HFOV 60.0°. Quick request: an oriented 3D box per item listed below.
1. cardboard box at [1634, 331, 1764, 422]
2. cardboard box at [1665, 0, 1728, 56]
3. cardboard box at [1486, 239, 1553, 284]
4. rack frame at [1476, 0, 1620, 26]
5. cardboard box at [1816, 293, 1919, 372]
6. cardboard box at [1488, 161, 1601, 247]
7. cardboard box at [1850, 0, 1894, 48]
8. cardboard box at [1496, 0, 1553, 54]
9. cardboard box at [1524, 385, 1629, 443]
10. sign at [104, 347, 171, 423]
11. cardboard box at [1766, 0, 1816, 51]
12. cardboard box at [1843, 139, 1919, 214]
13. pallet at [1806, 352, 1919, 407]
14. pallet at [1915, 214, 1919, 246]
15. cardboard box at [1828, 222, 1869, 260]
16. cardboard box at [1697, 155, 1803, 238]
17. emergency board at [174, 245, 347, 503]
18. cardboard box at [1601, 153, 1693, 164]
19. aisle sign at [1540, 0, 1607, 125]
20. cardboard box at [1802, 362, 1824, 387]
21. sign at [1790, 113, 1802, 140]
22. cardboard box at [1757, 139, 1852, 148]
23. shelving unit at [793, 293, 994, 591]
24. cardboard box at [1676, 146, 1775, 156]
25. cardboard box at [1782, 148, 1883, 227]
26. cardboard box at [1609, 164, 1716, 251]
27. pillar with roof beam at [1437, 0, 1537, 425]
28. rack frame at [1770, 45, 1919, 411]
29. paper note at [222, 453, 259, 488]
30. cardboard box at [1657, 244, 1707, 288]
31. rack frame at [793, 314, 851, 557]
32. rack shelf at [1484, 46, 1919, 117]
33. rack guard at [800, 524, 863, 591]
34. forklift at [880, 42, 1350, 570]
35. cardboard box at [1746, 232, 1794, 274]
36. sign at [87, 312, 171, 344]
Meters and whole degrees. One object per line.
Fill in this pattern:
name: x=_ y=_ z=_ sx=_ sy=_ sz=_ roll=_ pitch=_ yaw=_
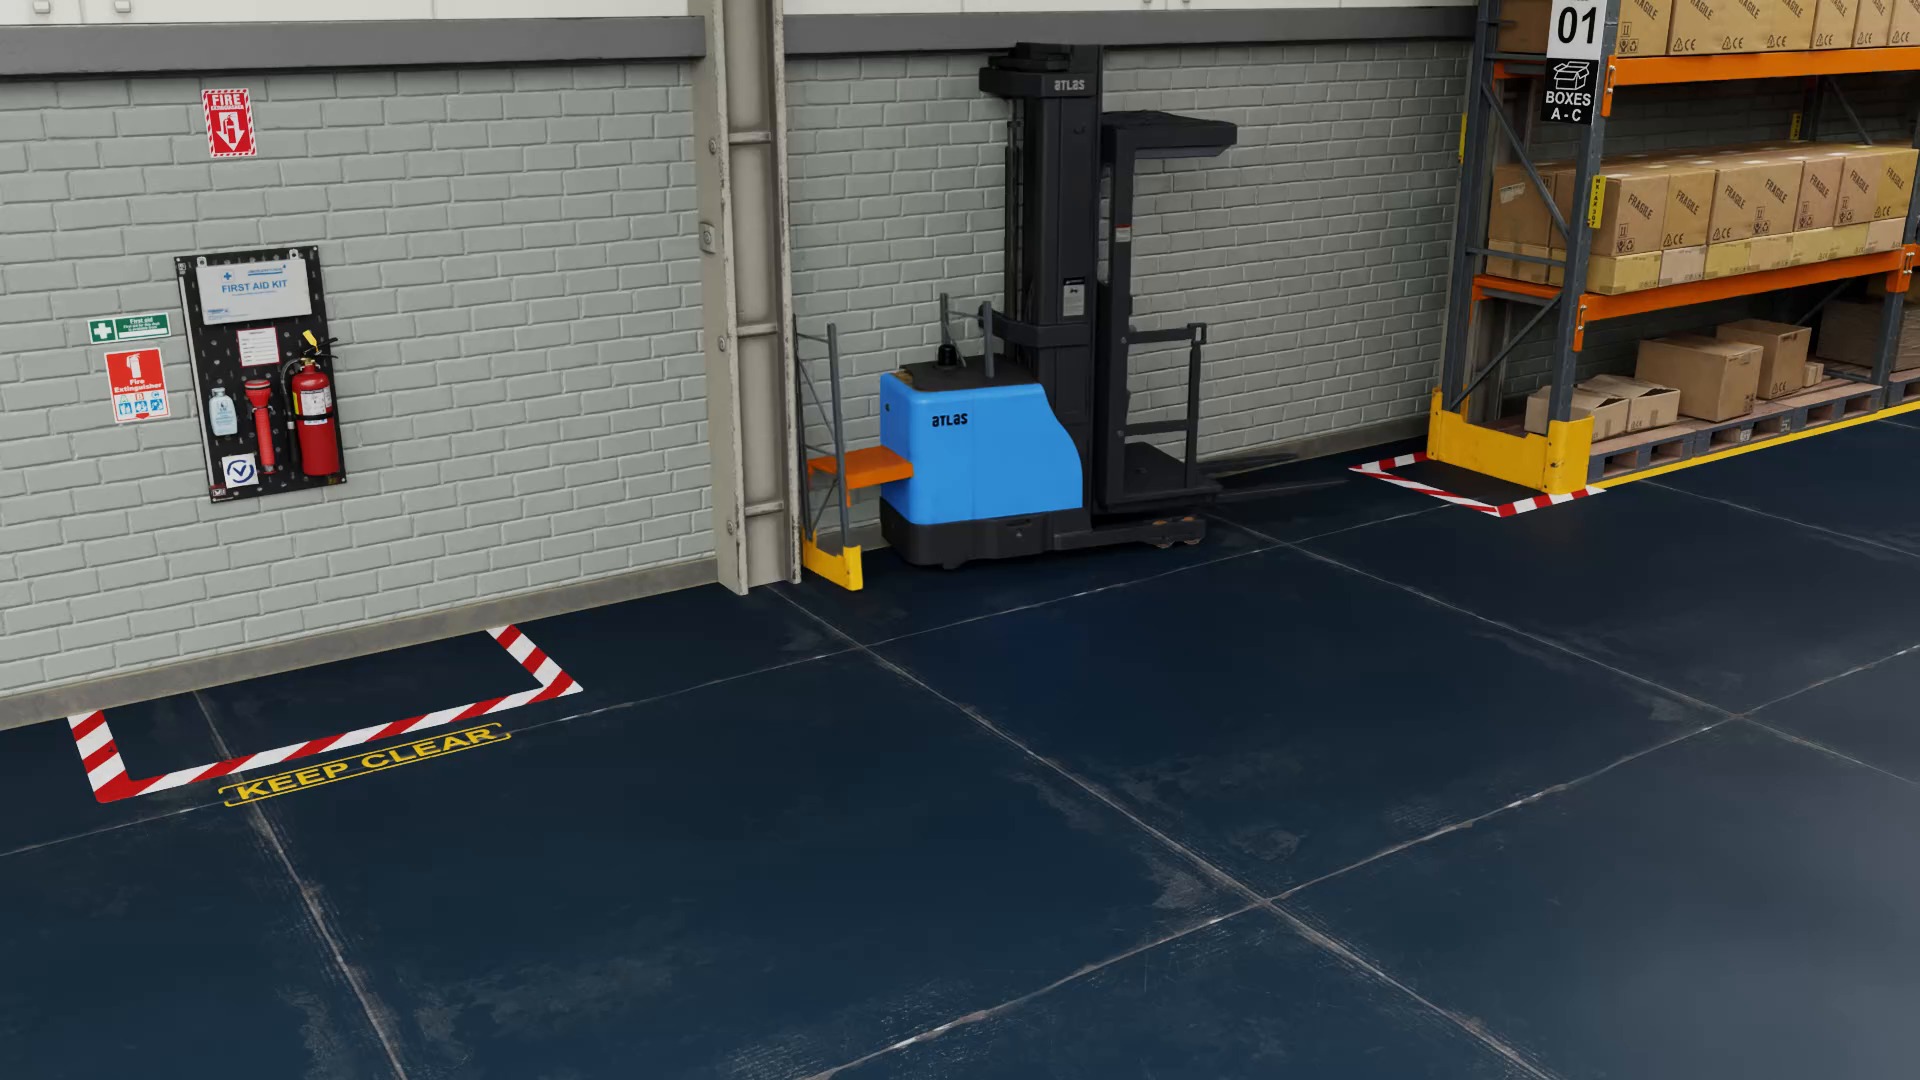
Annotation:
cardboard box: x=5.491 y=-1.226 z=12.404 sx=0.500 sy=0.500 sz=0.700 roll=-14 pitch=23 yaw=-35
cardboard box: x=4.633 y=-3.443 z=10.873 sx=0.500 sy=0.500 sz=0.500 roll=-10 pitch=21 yaw=-28
cardboard box: x=4.032 y=-1.960 z=11.563 sx=0.500 sy=0.250 sz=0.500 roll=-12 pitch=22 yaw=-31
rack frame: x=3.748 y=-4.730 z=10.184 sx=0.127 sy=3.000 sz=1.000 roll=-12 pitch=22 yaw=-31
cardboard box: x=7.694 y=-1.751 z=13.956 sx=0.500 sy=0.500 sz=0.700 roll=-11 pitch=22 yaw=-30
cardboard box: x=4.025 y=-2.321 z=11.460 sx=0.500 sy=0.500 sz=0.500 roll=-12 pitch=22 yaw=-32
cardboard box: x=6.373 y=-3.829 z=12.017 sx=0.500 sy=0.500 sz=0.500 roll=-14 pitch=23 yaw=-36
cardboard box: x=3.957 y=-3.507 z=11.063 sx=0.500 sy=0.500 sz=0.500 roll=-10 pitch=21 yaw=-28
cardboard box: x=4.375 y=-0.920 z=11.794 sx=0.500 sy=0.311 sz=0.500 roll=-15 pitch=24 yaw=-37
sign: x=-3.758 y=-0.708 z=7.599 sx=0.234 sy=0.329 sz=0.001 roll=-12 pitch=22 yaw=-31
cardboard box: x=5.500 y=-3.635 z=11.443 sx=0.500 sy=0.500 sz=0.500 roll=-10 pitch=21 yaw=-28
cardboard box: x=7.532 y=-2.929 z=13.381 sx=0.500 sy=0.500 sz=0.700 roll=-12 pitch=22 yaw=-31
pallet: x=7.738 y=-1.409 z=14.083 sx=1.213 sy=0.211 sz=1.003 roll=-12 pitch=22 yaw=-31
pallet: x=7.807 y=-2.597 z=13.543 sx=1.213 sy=0.211 sz=1.003 roll=-12 pitch=22 yaw=-31
cardboard box: x=6.439 y=-2.281 z=12.510 sx=0.500 sy=0.250 sz=0.500 roll=-12 pitch=22 yaw=-31
cardboard box: x=5.590 y=-2.453 z=11.849 sx=0.500 sy=0.500 sz=0.500 roll=-11 pitch=22 yaw=-30
emergency board: x=-3.239 y=-0.761 z=7.811 sx=0.643 sy=1.169 sz=0.194 roll=-12 pitch=22 yaw=-31
cardboard box: x=4.880 y=-2.500 z=11.987 sx=0.500 sy=0.500 sz=0.500 roll=-13 pitch=22 yaw=-33
aisle sign: x=3.853 y=-3.026 z=10.454 sx=0.004 sy=0.787 sz=0.394 roll=-12 pitch=22 yaw=-31
cardboard box: x=6.658 y=-1.356 z=13.310 sx=0.250 sy=0.166 sz=0.380 roll=-16 pitch=24 yaw=-38
sign: x=6.780 y=-3.289 z=13.481 sx=0.005 sy=0.325 sz=0.100 roll=-12 pitch=22 yaw=-31
cardboard box: x=6.581 y=-2.859 z=13.050 sx=0.500 sy=0.500 sz=0.500 roll=-13 pitch=22 yaw=-33
shelving unit: x=-0.354 y=-0.599 z=9.633 sx=1.083 sy=1.500 sz=0.587 roll=-13 pitch=20 yaw=-31
cardboard box: x=5.728 y=-2.683 z=12.528 sx=0.500 sy=0.500 sz=0.500 roll=-11 pitch=22 yaw=-30
cardboard box: x=6.450 y=-2.631 z=12.374 sx=0.500 sy=0.500 sz=0.500 roll=-12 pitch=22 yaw=-32
cardboard box: x=4.730 y=-2.270 z=11.306 sx=0.500 sy=0.500 sz=0.500 roll=-12 pitch=22 yaw=-31
pillar with roof beam: x=6.224 y=-3.933 z=7.827 sx=0.400 sy=9.000 sz=9.100 roll=-12 pitch=22 yaw=-31
rack frame: x=7.088 y=-2.592 z=13.229 sx=0.127 sy=3.000 sz=1.000 roll=-12 pitch=22 yaw=-31
paper note: x=-3.425 y=-0.330 z=7.914 sx=0.142 sy=0.148 sz=0.016 roll=-12 pitch=22 yaw=-31
cardboard box: x=4.756 y=-1.922 z=11.451 sx=0.500 sy=0.250 sz=0.500 roll=-13 pitch=22 yaw=-33
rack frame: x=-0.785 y=-0.498 z=9.366 sx=0.032 sy=1.500 sz=0.500 roll=-13 pitch=20 yaw=-31
rack shelf: x=5.418 y=-3.320 z=11.822 sx=4.000 sy=0.370 sz=1.077 roll=-12 pitch=22 yaw=-31
rack guard: x=-0.740 y=0.096 z=9.555 sx=0.087 sy=0.250 sz=0.587 roll=-13 pitch=20 yaw=-31
forklift: x=0.970 y=-1.489 z=10.074 sx=3.031 sy=2.935 sz=1.130 roll=-7 pitch=20 yaw=-19
cardboard box: x=5.608 y=-2.099 z=11.973 sx=0.500 sy=0.250 sz=0.500 roll=-12 pitch=22 yaw=-31
sign: x=-3.749 y=-0.957 z=7.509 sx=0.331 sy=0.109 sz=0.001 roll=-12 pitch=22 yaw=-31
